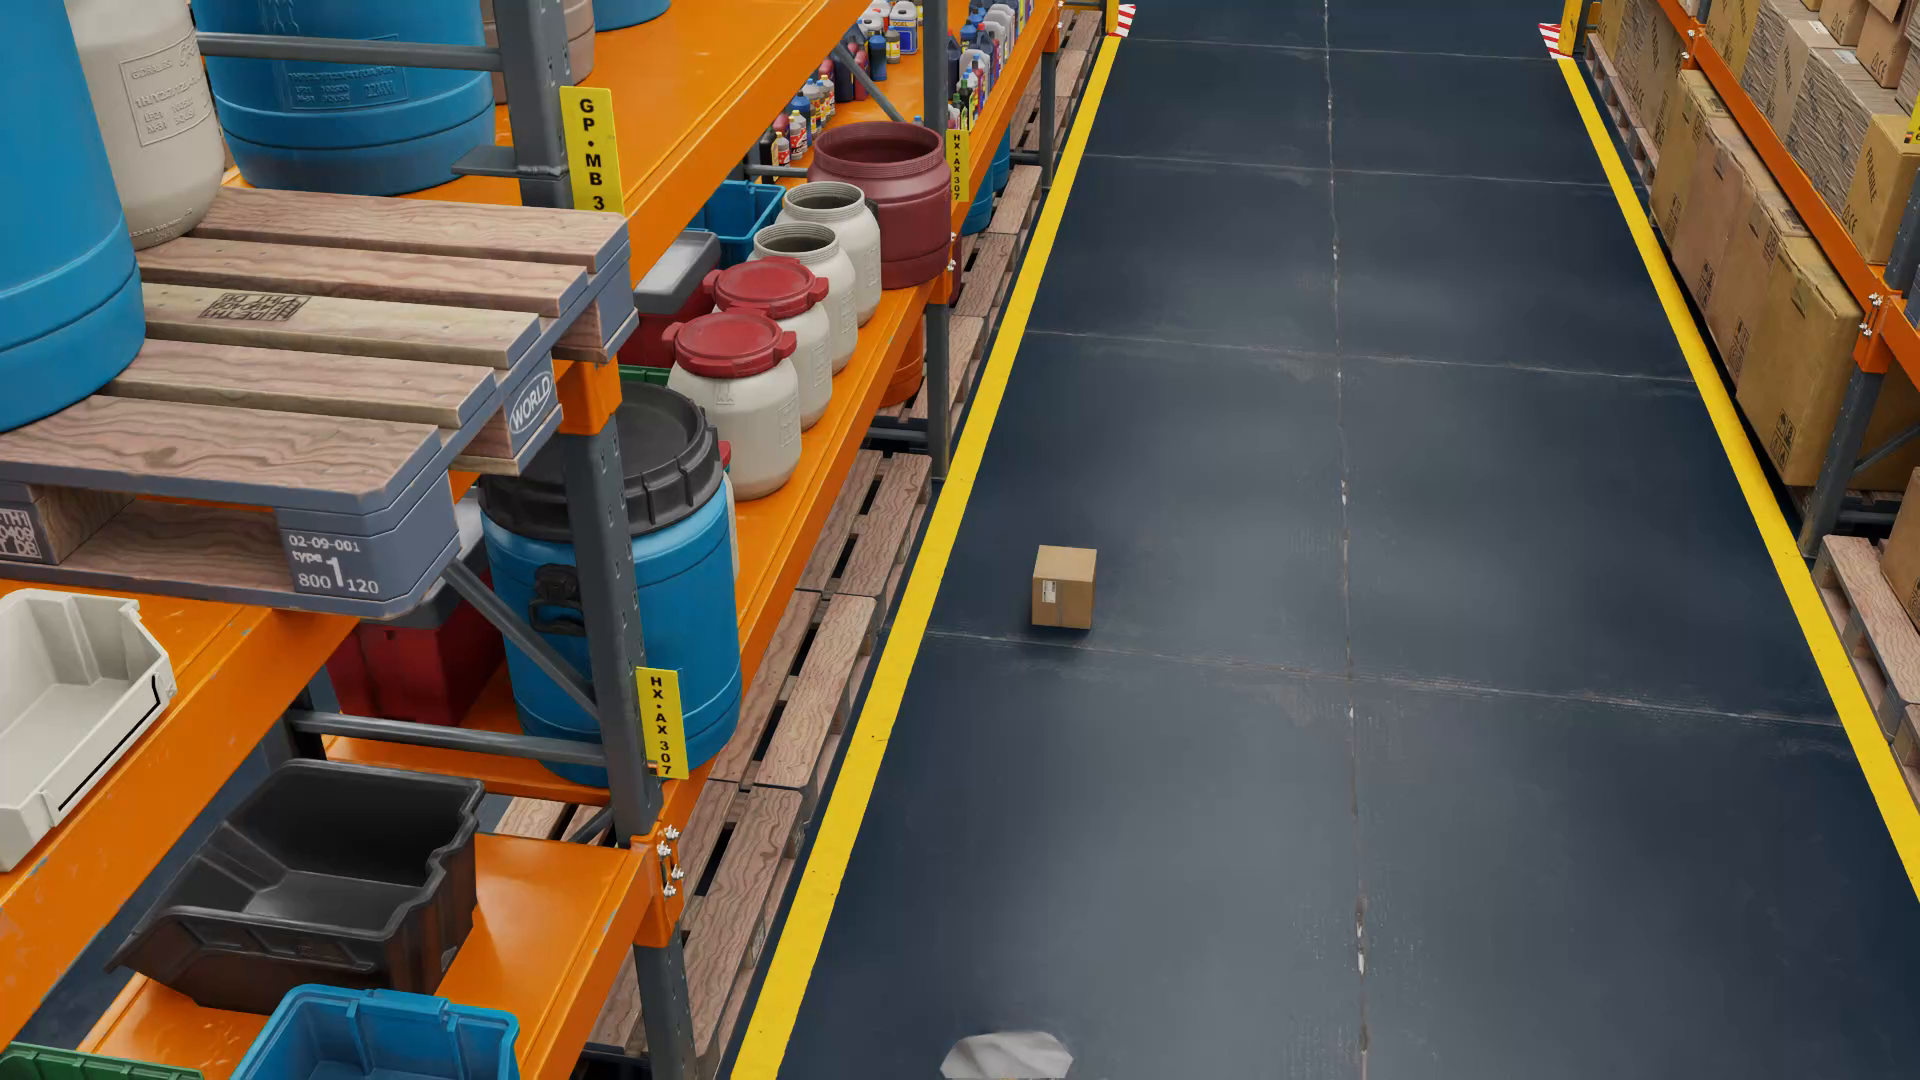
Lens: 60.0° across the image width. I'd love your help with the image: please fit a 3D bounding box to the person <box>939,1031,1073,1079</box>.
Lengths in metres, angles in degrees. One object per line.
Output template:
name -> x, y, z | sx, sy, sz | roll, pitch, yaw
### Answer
person -> 0.078, 1.706, 3.454 | 0.466, 1.718, 0.472 | 4, 33, 6
